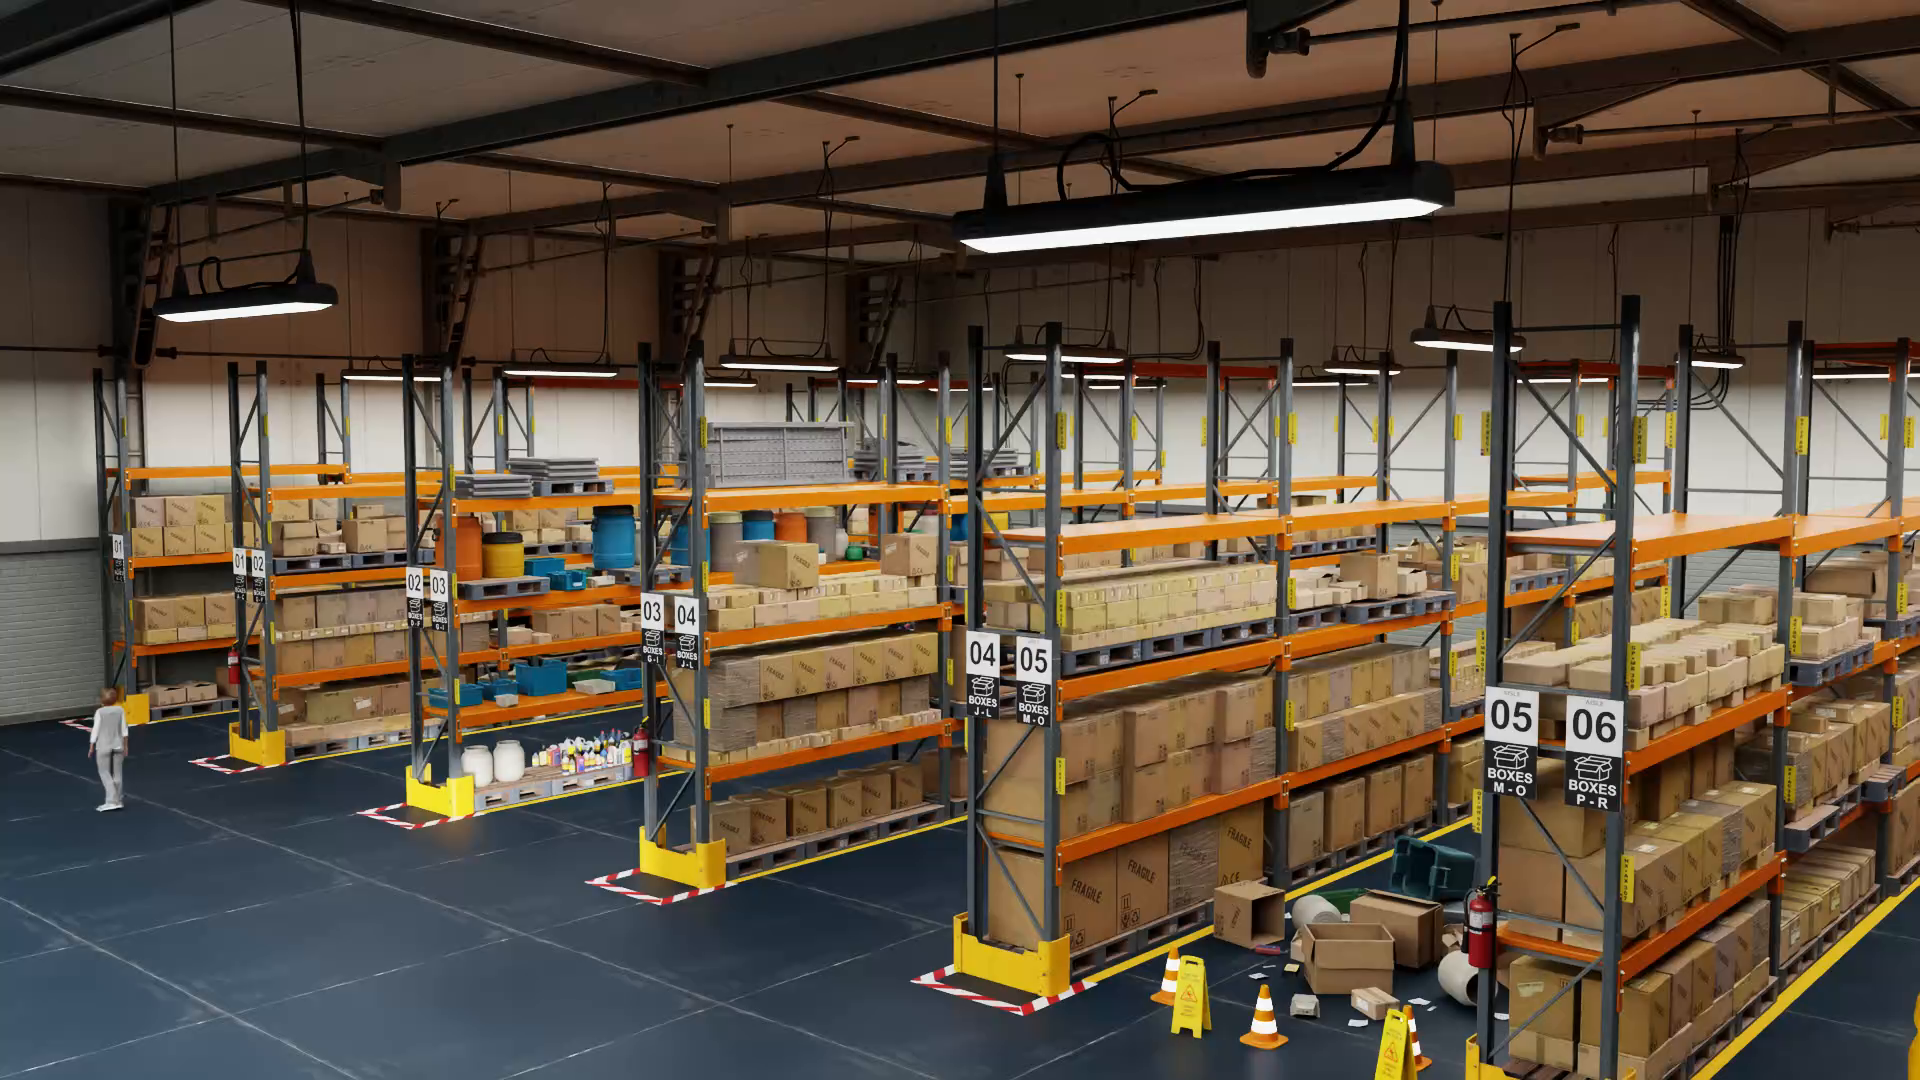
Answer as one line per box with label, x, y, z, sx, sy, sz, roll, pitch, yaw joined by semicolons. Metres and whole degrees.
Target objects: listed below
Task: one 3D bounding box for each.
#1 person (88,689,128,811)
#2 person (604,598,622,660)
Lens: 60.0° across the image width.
person;-11.197;2.757;21.884;0.341;1.613;0.456;3;5;39
person;-6.972;1.863;33.255;0.417;1.693;0.463;-1;4;-10
